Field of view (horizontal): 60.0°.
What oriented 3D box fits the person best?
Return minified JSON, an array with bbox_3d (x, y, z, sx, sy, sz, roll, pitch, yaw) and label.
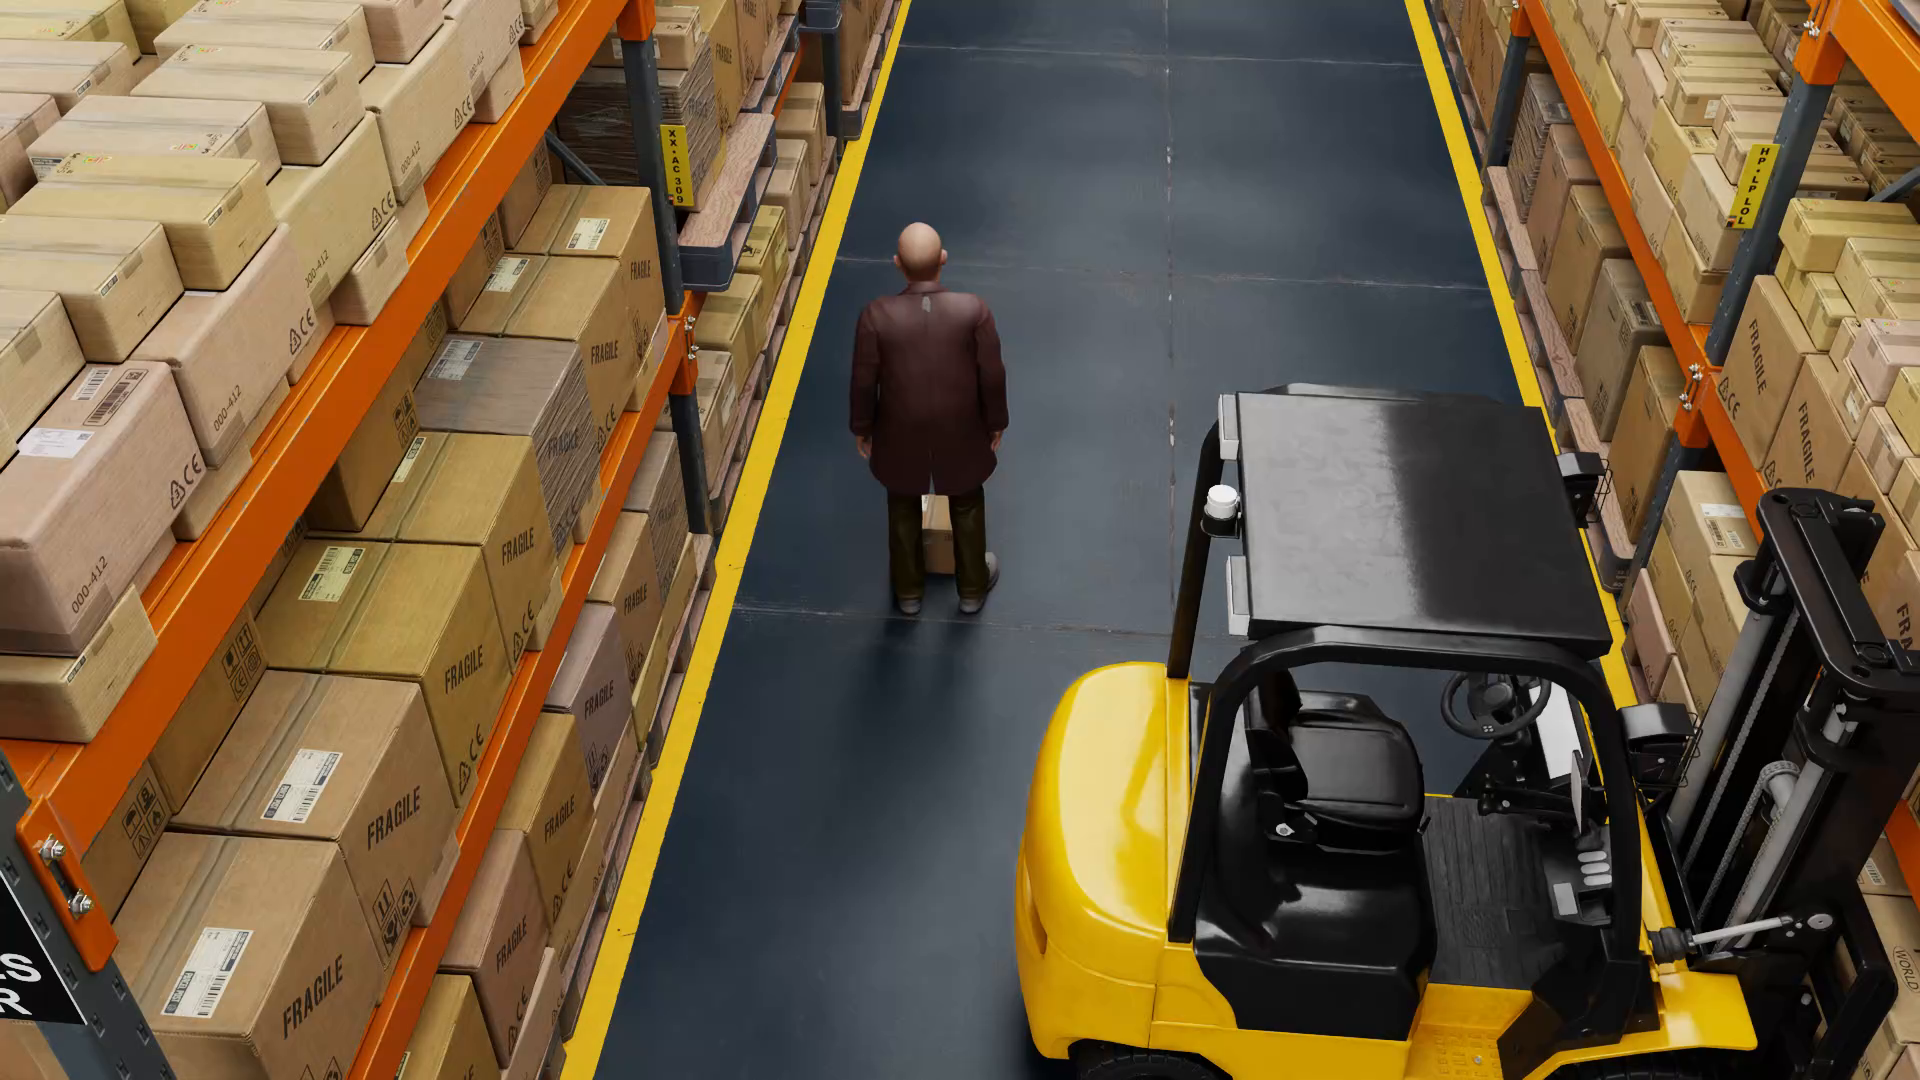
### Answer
[{"bbox_3d":[-0.126,-0.457,6.722,0.647,1.772,0.433,-1,40,-1],"label":"person"}]
